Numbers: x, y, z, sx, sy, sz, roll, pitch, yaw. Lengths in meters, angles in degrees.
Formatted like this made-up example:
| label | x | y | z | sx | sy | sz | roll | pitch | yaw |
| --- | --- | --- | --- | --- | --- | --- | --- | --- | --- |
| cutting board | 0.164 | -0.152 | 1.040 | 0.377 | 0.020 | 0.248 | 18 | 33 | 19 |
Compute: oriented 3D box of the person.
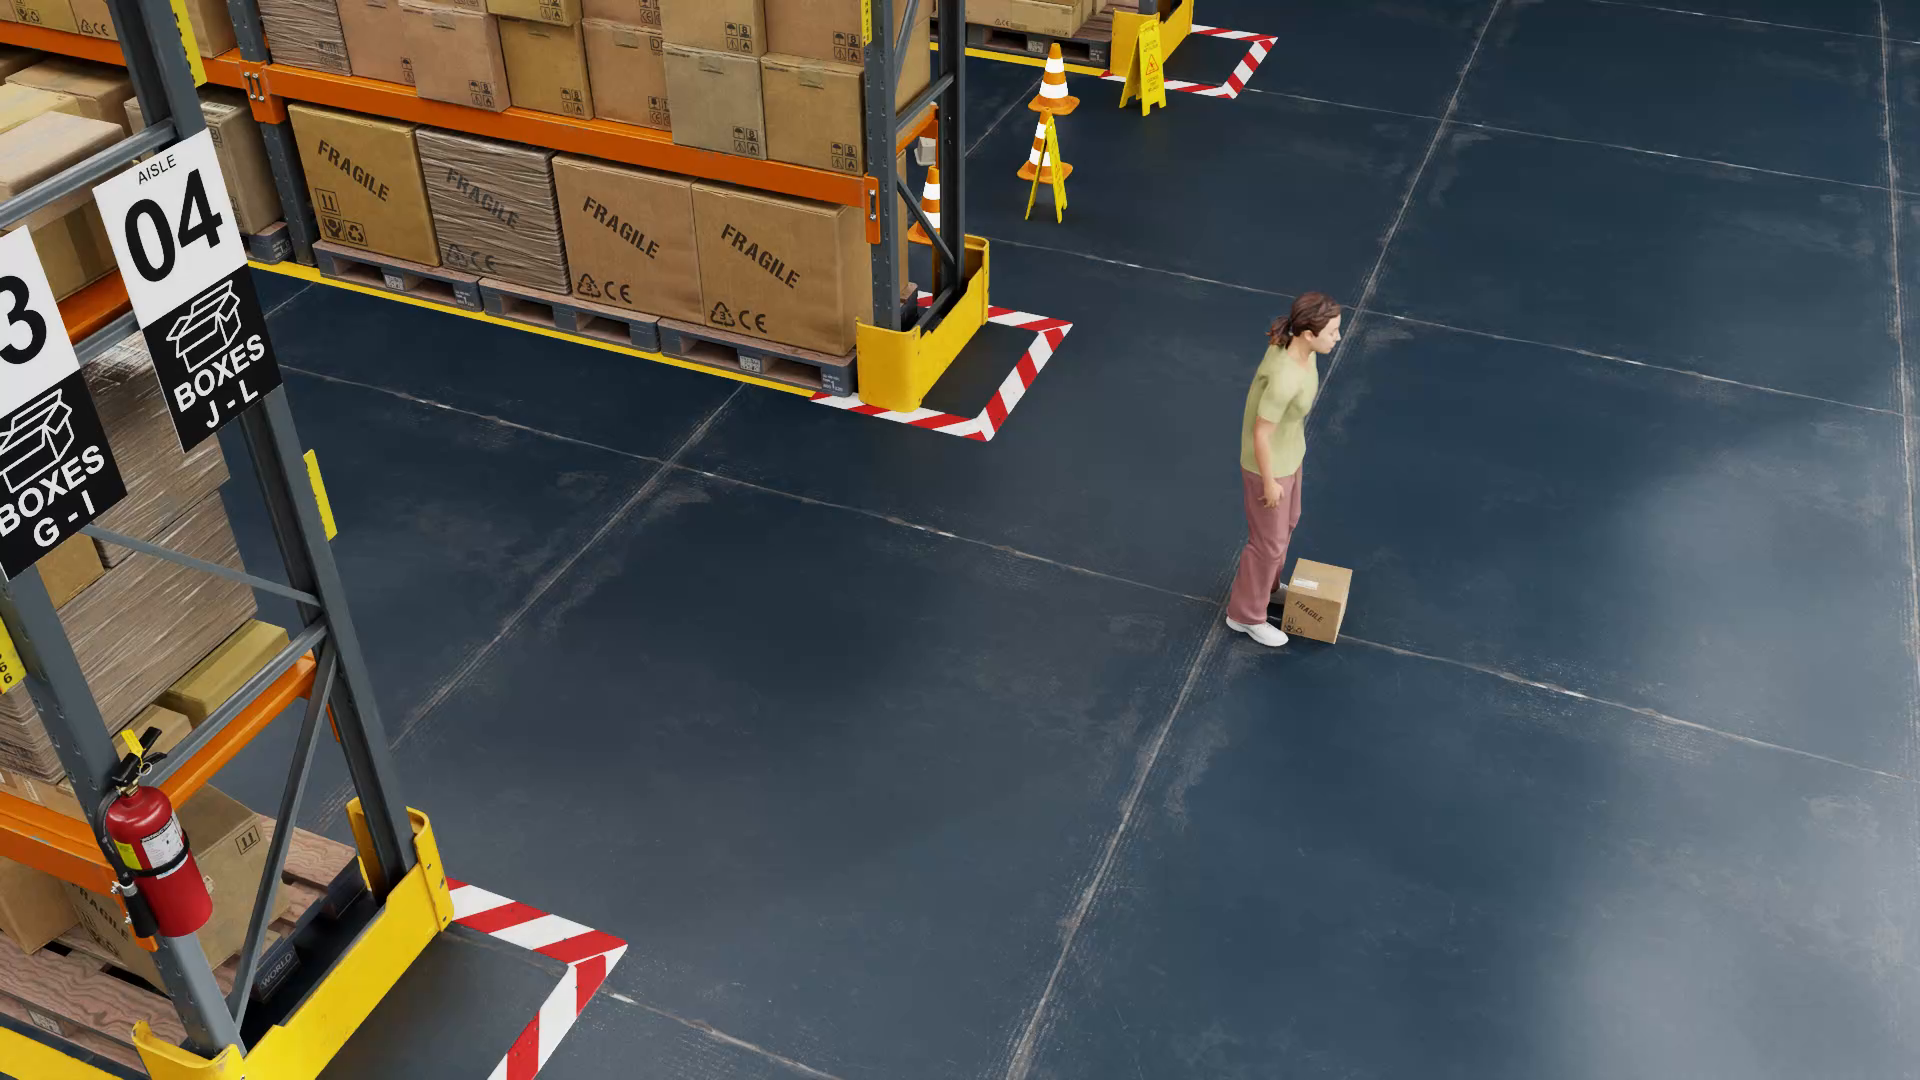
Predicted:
| label | x | y | z | sx | sy | sz | roll | pitch | yaw |
| --- | --- | --- | --- | --- | --- | --- | --- | --- | --- |
| person | 1.402 | -0.336 | 7.255 | 0.357 | 1.673 | 0.499 | 14 | 40 | 18 |
